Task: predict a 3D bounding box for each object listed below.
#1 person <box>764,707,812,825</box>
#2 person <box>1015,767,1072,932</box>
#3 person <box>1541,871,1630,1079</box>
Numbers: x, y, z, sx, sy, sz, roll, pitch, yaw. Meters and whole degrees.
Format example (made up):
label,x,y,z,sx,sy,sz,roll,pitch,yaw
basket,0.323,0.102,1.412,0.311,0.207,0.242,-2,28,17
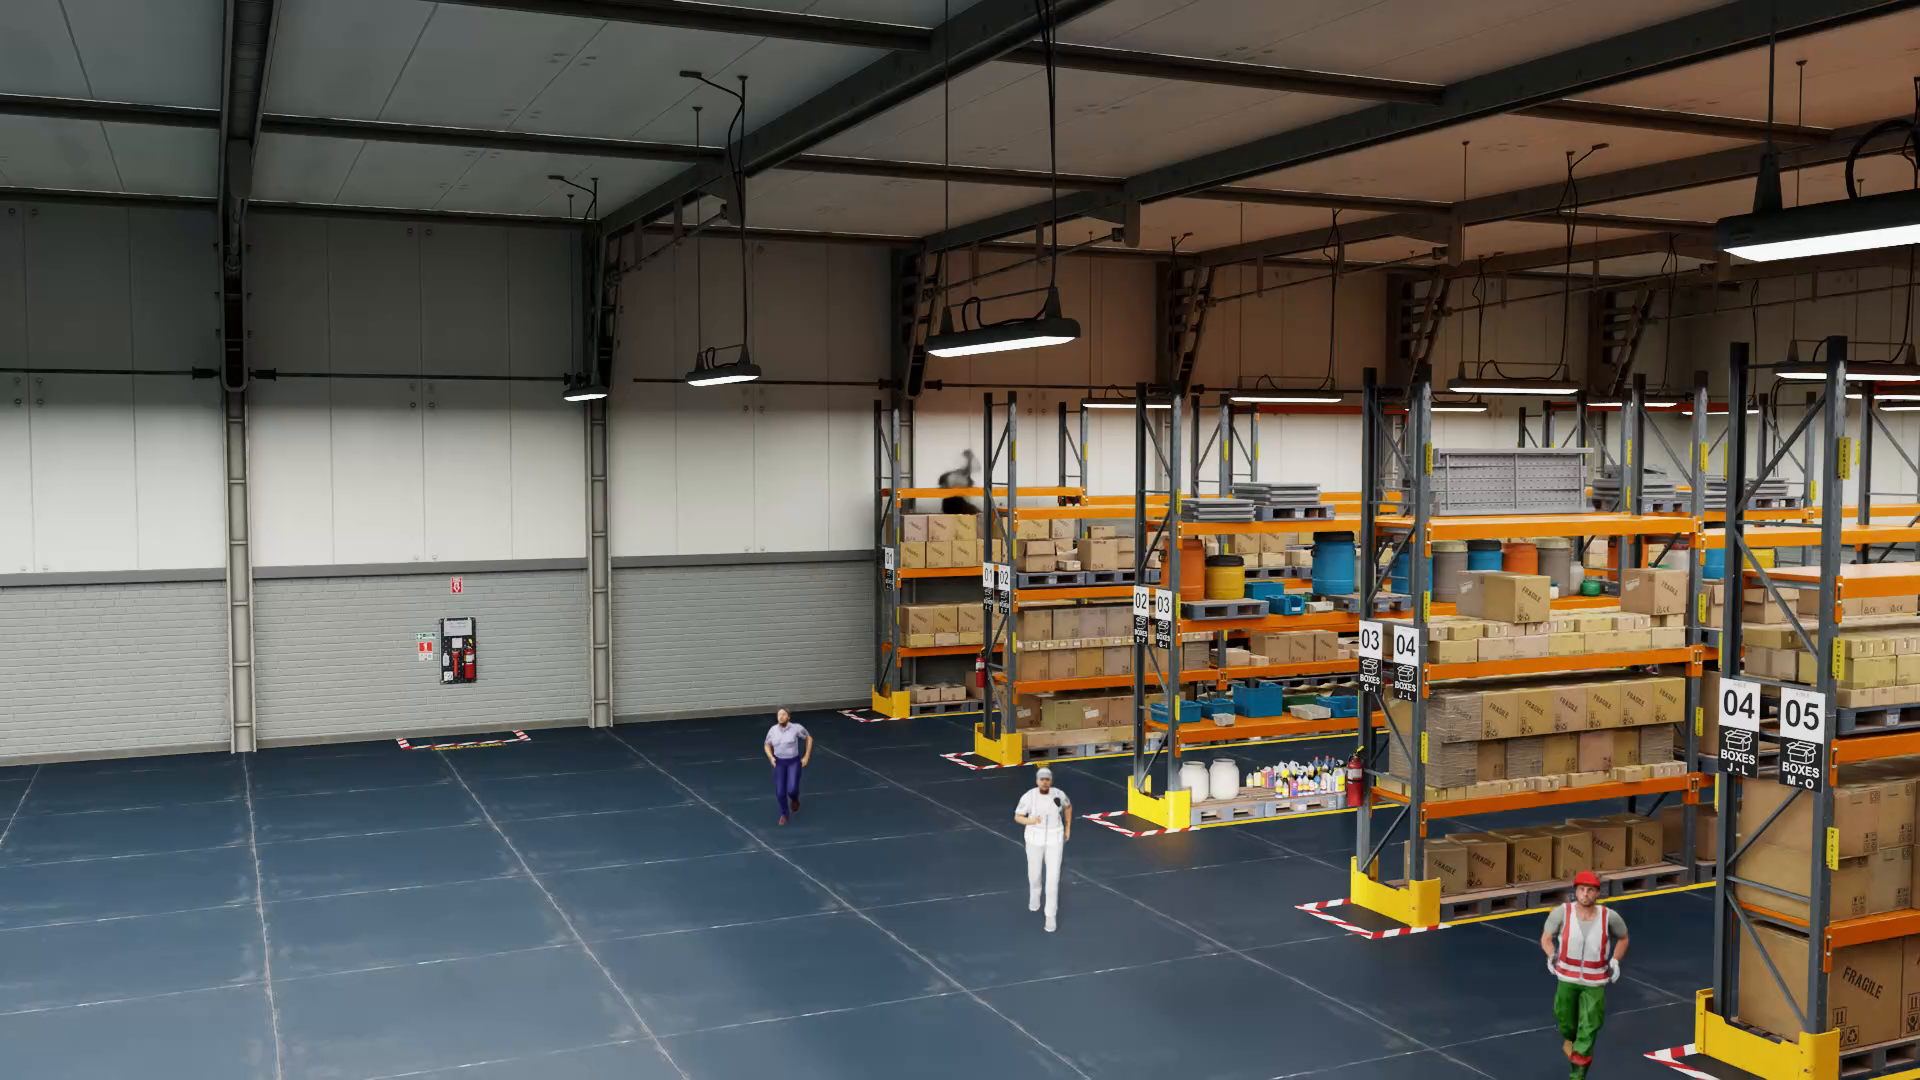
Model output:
label,x,y,z,sx,sy,sz,roll,pitch,yaw
person,-2.343,3.067,22.524,0.628,1.614,0.582,0,3,6
person,0.901,3.269,17.912,0.632,1.673,0.902,0,3,0
person,4.984,3.519,13.282,0.660,1.785,0.872,1,4,23
